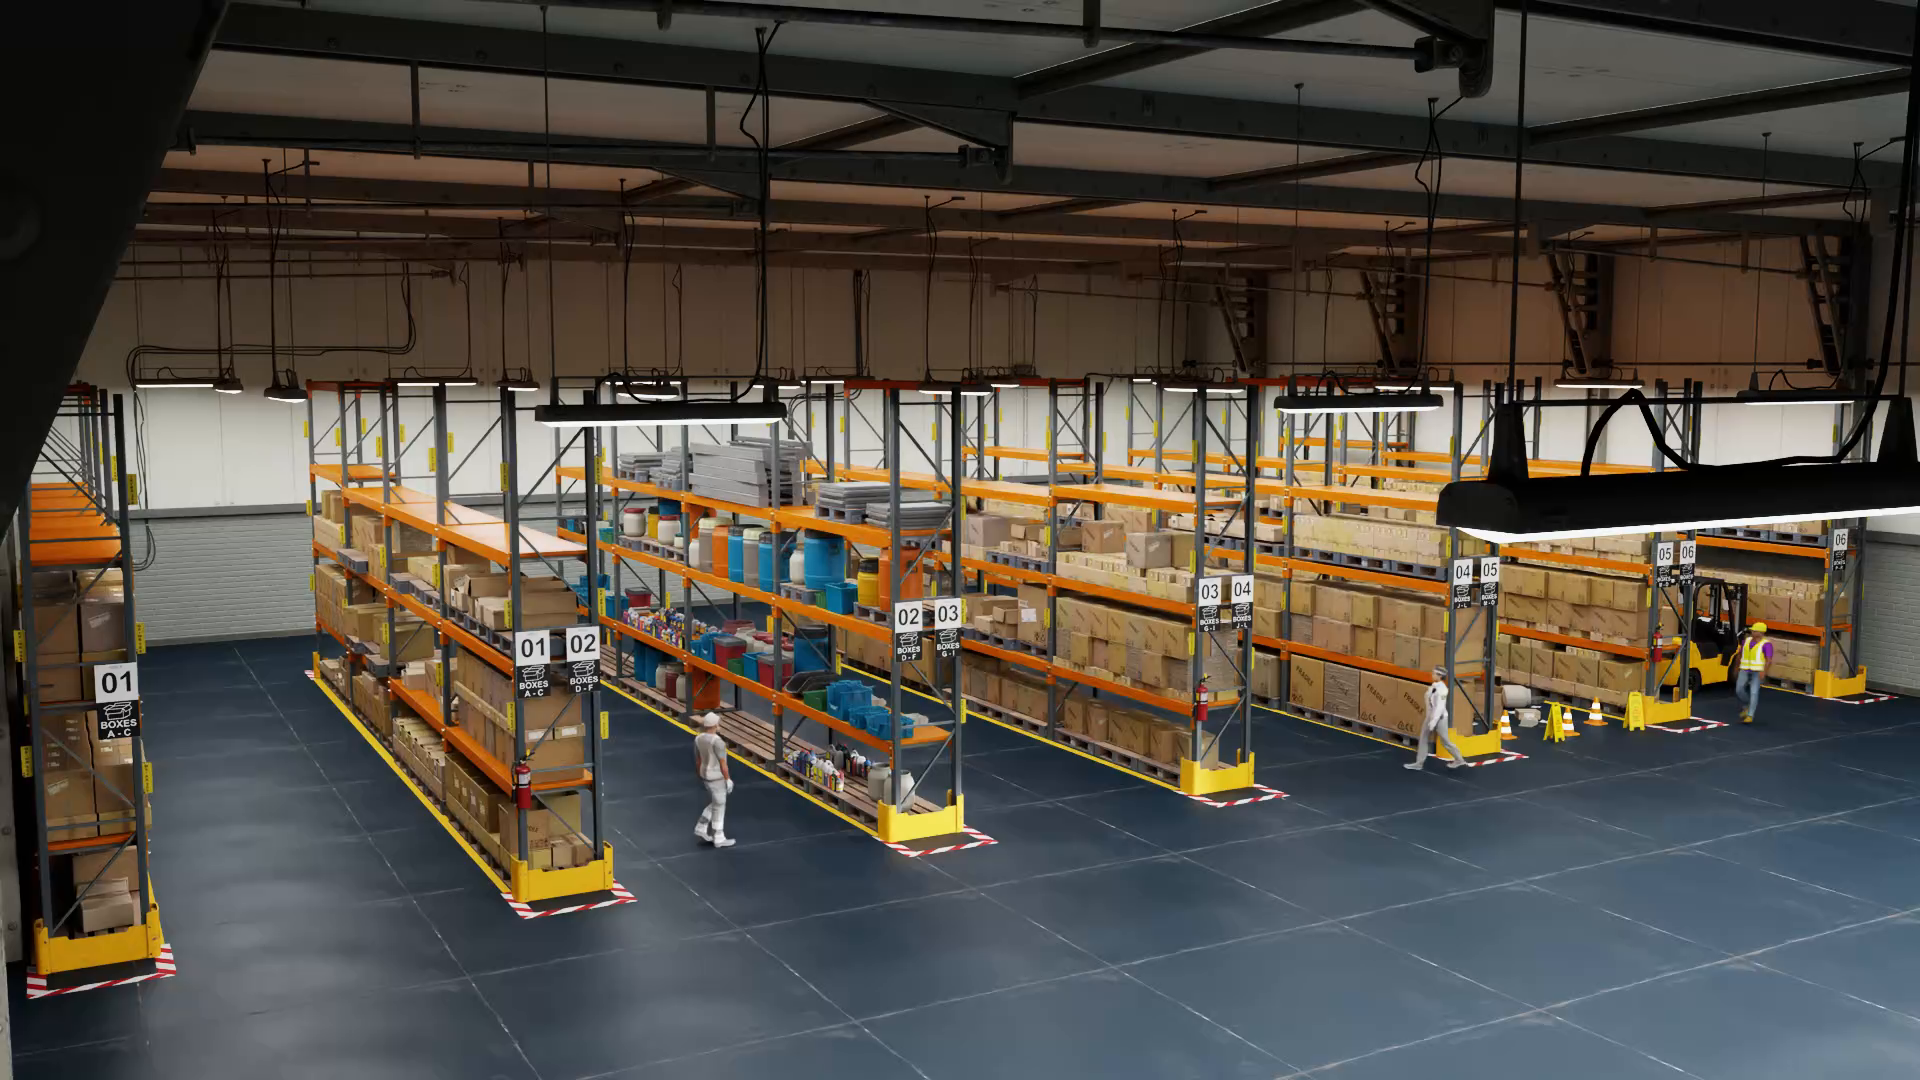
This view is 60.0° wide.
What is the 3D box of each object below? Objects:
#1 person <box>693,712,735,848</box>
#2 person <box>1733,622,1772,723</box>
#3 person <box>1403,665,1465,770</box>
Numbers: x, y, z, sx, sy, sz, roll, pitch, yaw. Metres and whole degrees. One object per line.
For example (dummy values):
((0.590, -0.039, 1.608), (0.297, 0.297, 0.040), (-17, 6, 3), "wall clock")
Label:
((-3.221, 3.132, 21.832), (0.470, 1.792, 0.604), (-4, 7, -31), "person")
((13.991, 2.334, 29.418), (0.644, 1.751, 0.632), (5, 8, 40), "person")
((7.395, 2.761, 25.810), (0.934, 1.649, 0.494), (-1, 6, -10), "person")
